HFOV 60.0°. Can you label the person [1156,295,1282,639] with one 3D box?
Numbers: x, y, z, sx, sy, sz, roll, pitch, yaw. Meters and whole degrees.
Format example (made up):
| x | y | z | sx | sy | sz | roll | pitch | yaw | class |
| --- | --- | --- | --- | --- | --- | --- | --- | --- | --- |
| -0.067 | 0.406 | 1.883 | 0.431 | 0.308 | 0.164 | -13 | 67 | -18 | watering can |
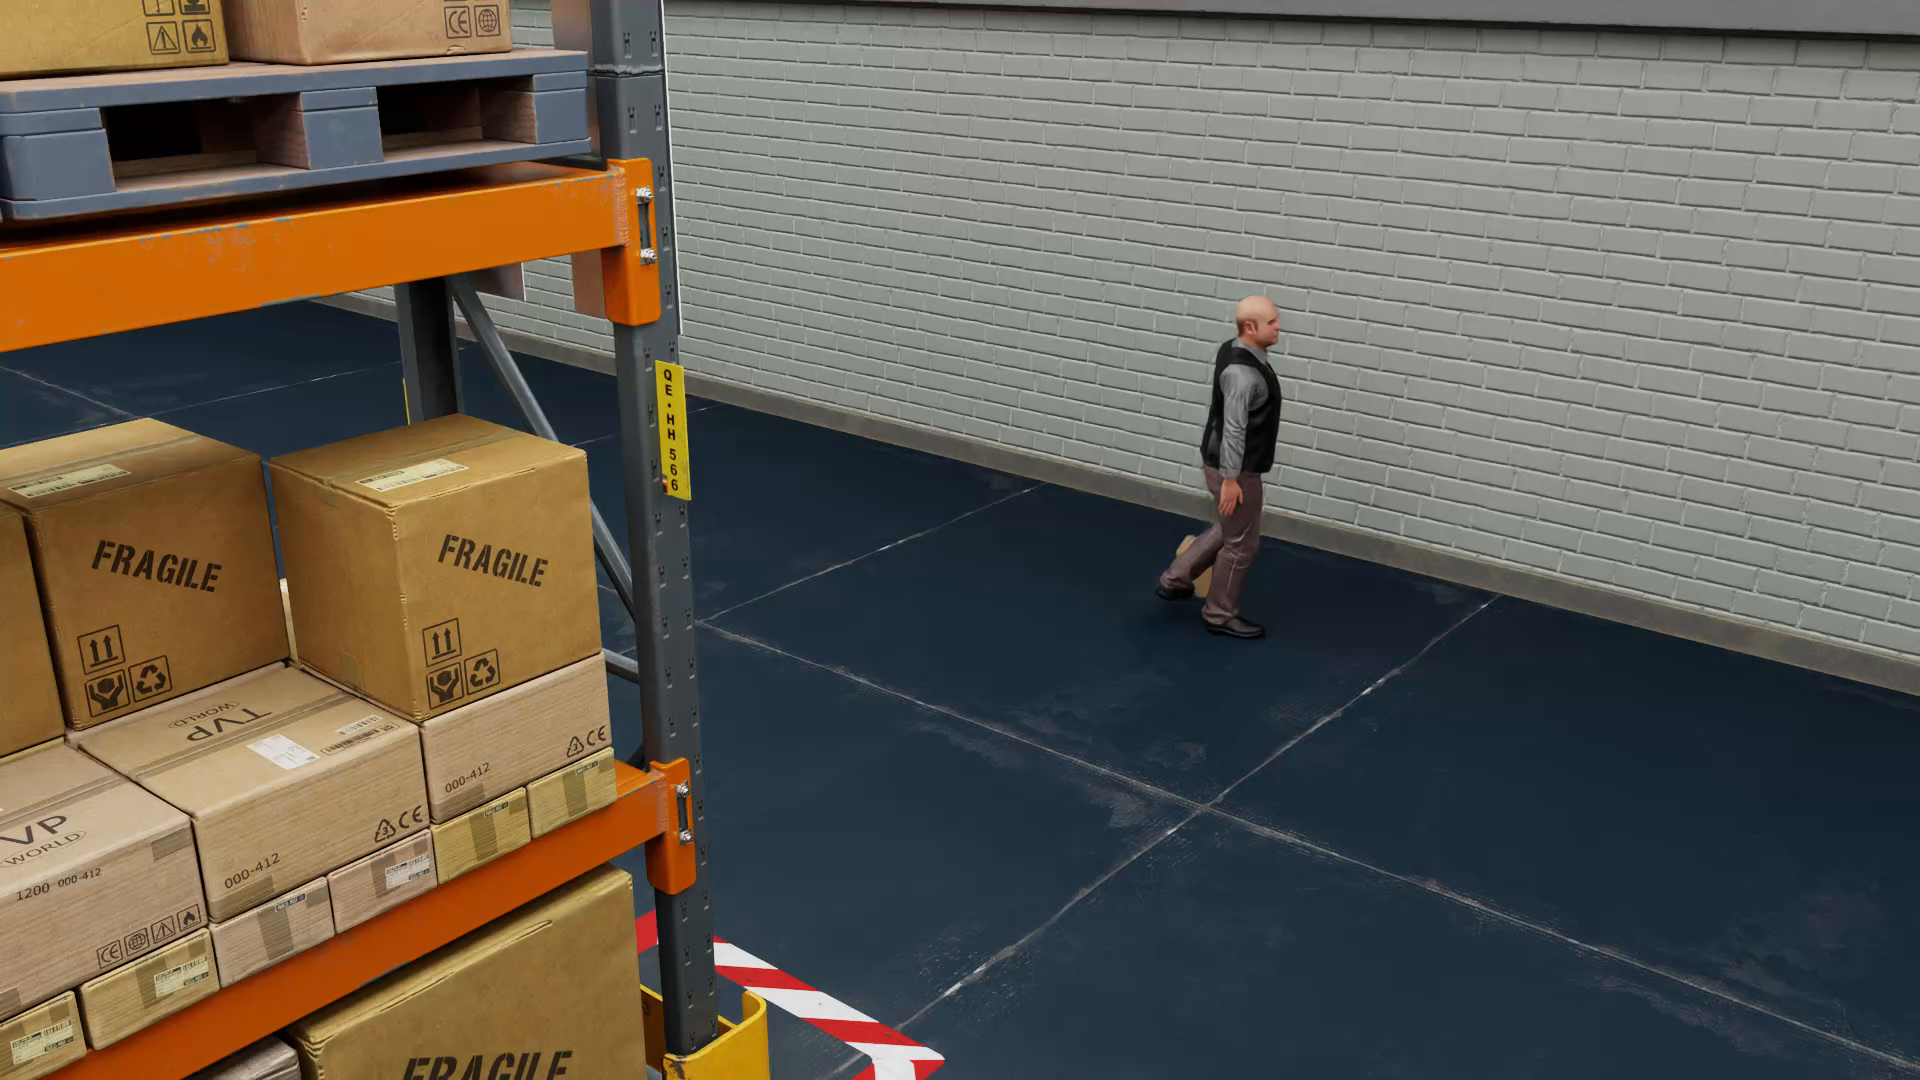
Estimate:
| x | y | z | sx | sy | sz | roll | pitch | yaw | class |
| --- | --- | --- | --- | --- | --- | --- | --- | --- | --- |
| 1.258 | -0.353 | 8.082 | 0.549 | 1.714 | 0.593 | 2 | 20 | 5 | person |
